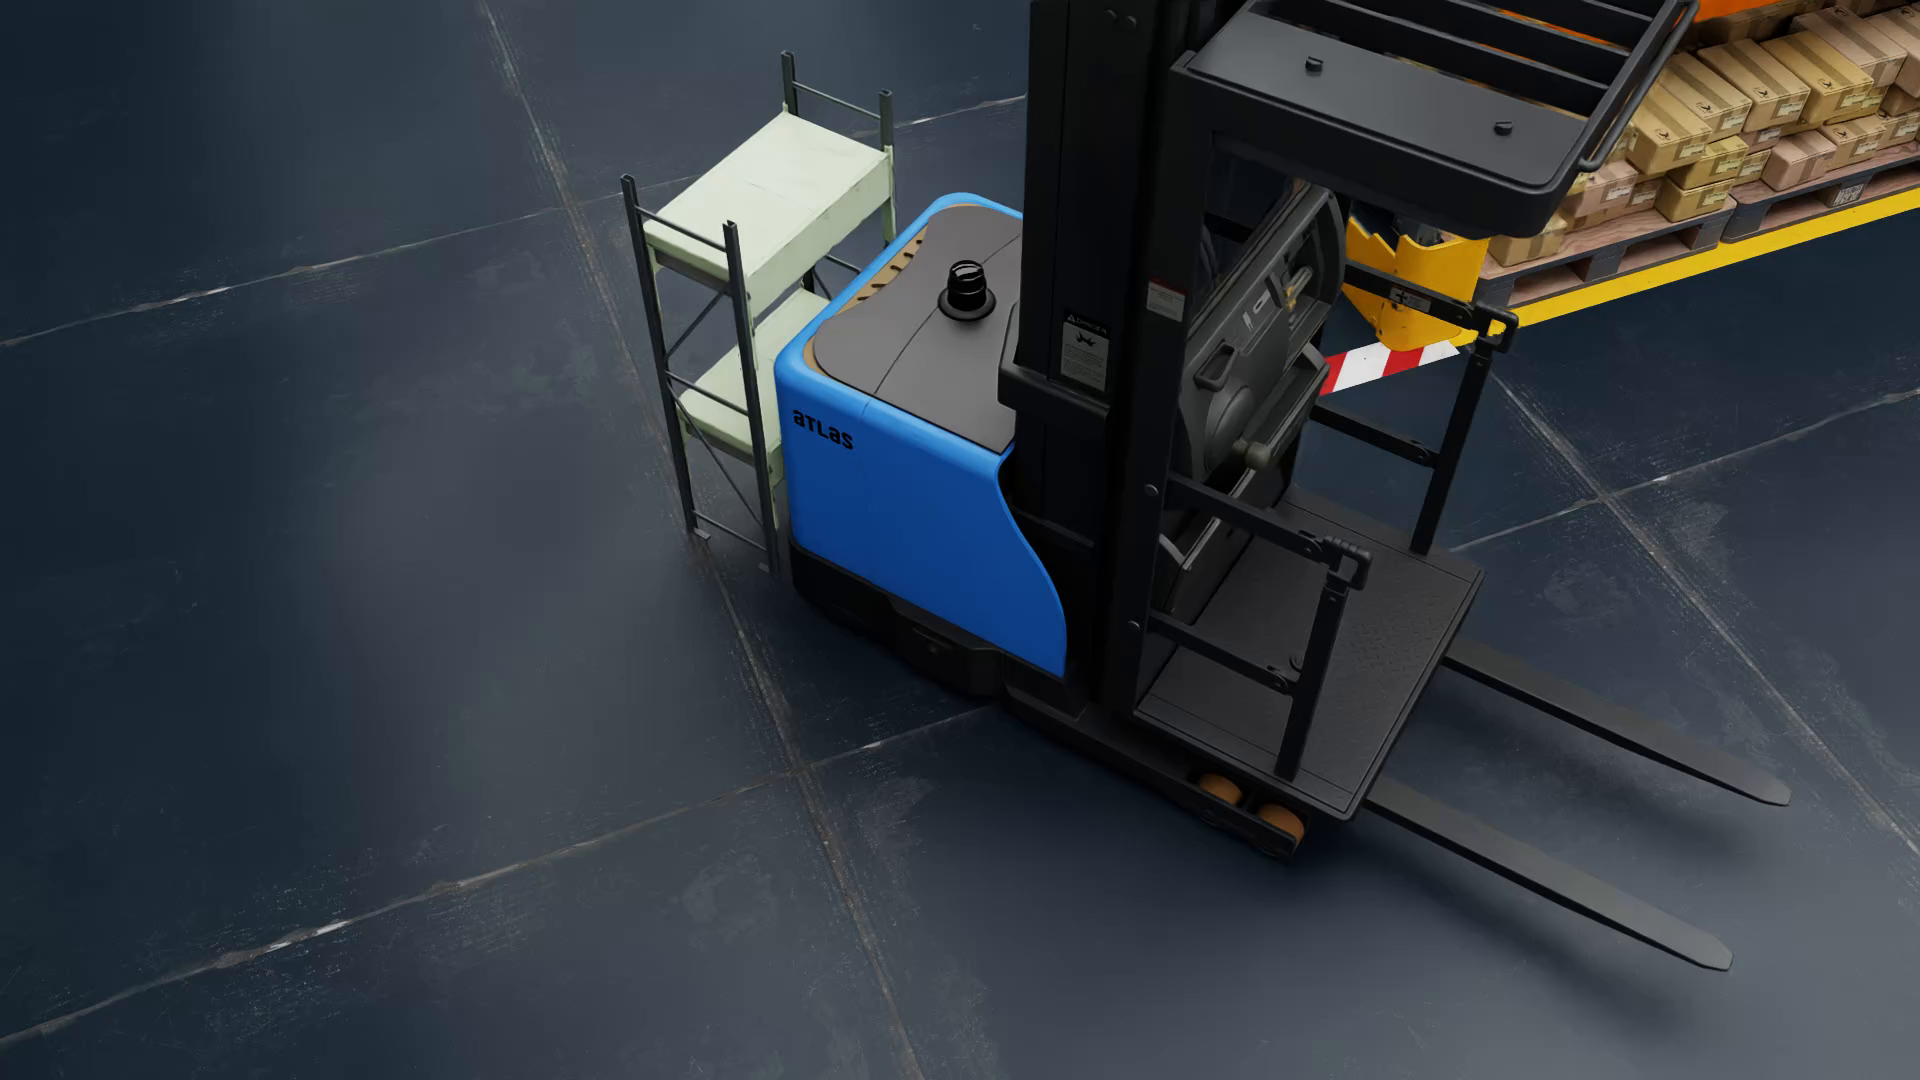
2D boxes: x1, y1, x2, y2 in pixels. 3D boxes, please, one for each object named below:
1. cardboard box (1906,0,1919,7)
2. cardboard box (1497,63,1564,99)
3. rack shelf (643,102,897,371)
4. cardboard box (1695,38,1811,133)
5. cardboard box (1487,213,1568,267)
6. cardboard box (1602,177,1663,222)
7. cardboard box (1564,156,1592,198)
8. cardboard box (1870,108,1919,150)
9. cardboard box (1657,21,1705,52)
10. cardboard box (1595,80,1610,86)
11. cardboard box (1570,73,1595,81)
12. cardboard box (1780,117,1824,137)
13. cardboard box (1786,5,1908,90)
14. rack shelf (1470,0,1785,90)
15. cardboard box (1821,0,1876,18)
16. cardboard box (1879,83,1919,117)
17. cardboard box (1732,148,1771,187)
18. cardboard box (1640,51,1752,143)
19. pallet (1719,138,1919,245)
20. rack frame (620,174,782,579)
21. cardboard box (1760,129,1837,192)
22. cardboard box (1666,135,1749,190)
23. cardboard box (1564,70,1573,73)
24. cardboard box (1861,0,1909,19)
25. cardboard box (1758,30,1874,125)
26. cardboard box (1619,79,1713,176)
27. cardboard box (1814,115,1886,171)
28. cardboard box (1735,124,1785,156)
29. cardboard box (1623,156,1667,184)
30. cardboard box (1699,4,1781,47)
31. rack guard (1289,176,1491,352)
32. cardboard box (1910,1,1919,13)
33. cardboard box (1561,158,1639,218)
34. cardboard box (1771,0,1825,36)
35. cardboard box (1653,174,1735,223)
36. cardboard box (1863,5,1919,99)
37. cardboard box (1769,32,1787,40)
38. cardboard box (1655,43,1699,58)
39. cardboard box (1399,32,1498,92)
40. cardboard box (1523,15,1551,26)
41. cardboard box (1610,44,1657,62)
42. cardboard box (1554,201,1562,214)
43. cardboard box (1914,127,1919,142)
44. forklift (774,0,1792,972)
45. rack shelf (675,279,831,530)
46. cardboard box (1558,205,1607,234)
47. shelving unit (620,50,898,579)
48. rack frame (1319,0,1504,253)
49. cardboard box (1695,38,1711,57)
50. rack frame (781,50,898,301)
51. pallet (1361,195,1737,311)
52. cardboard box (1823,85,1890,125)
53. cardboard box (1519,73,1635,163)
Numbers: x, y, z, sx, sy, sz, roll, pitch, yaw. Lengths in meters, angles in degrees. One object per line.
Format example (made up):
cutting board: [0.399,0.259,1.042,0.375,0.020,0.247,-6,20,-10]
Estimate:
cardboard box: [4.104,-2.387,7.229,0.250,0.149,0.380,-20,52,-16]
cardboard box: [2.170,-1.884,6.601,0.250,0.149,0.380,-16,51,-14]
rack shelf: [-0.574,-0.932,5.048,0.431,0.370,0.720,27,54,21]
cardboard box: [3.084,-1.782,6.513,0.250,0.149,0.380,-15,51,-13]
cardboard box: [2.127,-1.254,6.452,0.250,0.149,0.380,-16,51,-14]
cardboard box: [2.566,-1.462,6.631,0.250,0.149,0.380,-17,51,-14]
cardboard box: [2.134,-1.434,6.214,0.250,0.149,0.380,-19,52,-16]
cardboard box: [3.765,-1.799,6.920,0.250,0.149,0.380,-16,51,-14]
cardboard box: [2.853,-2.193,6.866,0.250,0.149,0.380,-15,51,-13]
cardboard box: [2.670,-1.932,6.838,0.250,0.149,0.380,-18,52,-15]
cardboard box: [2.382,-1.927,6.834,0.250,0.149,0.380,-19,52,-16]
cardboard box: [3.295,-1.814,6.737,0.250,0.149,0.380,-15,51,-12]
cardboard box: [3.542,-1.965,6.670,0.250,0.149,0.380,-17,51,-14]
rack shelf: [3.372,-2.460,6.359,4.000,0.370,1.077,-17,52,-14]
cardboard box: [3.613,-2.329,6.983,0.250,0.149,0.380,-19,52,-16]
cardboard box: [3.812,-1.931,6.837,0.250,0.149,0.380,-19,52,-16]
cardboard box: [3.044,-1.599,6.748,0.250,0.149,0.380,-17,51,-14]
cardboard box: [2.824,-1.709,6.451,0.250,0.149,0.380,-20,52,-16]
pallet: [3.484,-1.789,7.147,1.213,0.211,1.003,-17,52,-14]
rack frame: [-0.777,-0.447,5.145,0.400,1.500,0.023,27,54,21]
cardboard box: [3.307,-1.609,6.757,0.250,0.149,0.380,-20,52,-16]
cardboard box: [2.850,-1.564,6.522,0.250,0.149,0.380,-16,51,-13]
cardboard box: [2.361,-2.047,6.741,0.250,0.149,0.380,-18,52,-15]
cardboard box: [3.841,-2.325,7.176,0.250,0.149,0.380,-15,51,-13]
cardboard box: [3.345,-1.825,6.550,0.250,0.149,0.380,-16,51,-14]
cardboard box: [2.626,-1.580,6.340,0.250,0.149,0.380,-17,52,-14]
cardboard box: [3.554,-1.707,6.841,0.250,0.149,0.380,-17,52,-14]
cardboard box: [3.059,-1.707,6.645,0.250,0.149,0.380,-19,52,-16]
cardboard box: [2.571,-1.566,6.524,0.250,0.149,0.380,-17,51,-14]
cardboard box: [3.139,-2.191,6.864,0.250,0.149,0.380,-19,52,-15]
rack guard: [1.591,-1.328,6.561,0.348,0.500,1.175,-17,52,-14]
cardboard box: [4.058,-2.045,6.739,0.250,0.149,0.380,-20,52,-16]
cardboard box: [2.378,-1.434,6.411,0.250,0.149,0.380,-17,52,-14]
cardboard box: [3.370,-2.286,6.946,0.250,0.149,0.380,-17,51,-14]
cardboard box: [2.844,-1.459,6.628,0.250,0.149,0.380,-17,51,-14]
cardboard box: [3.813,-1.959,6.665,0.250,0.149,0.380,-19,52,-16]
cardboard box: [3.345,-2.244,7.106,0.250,0.149,0.380,-17,51,-14]
cardboard box: [2.857,-2.085,6.970,0.250,0.149,0.380,-17,51,-14]
cardboard box: [1.915,-1.852,6.573,0.250,0.149,0.380,-17,51,-14]
cardboard box: [1.945,-1.901,5.571,0.250,0.149,0.380,-18,52,-15]
cardboard box: [2.625,-2.077,6.767,0.250,0.149,0.380,-19,52,-16]
cardboard box: [2.103,-1.395,6.377,0.250,0.149,0.380,-15,51,-13]
cardboard box: [4.032,-1.827,6.944,0.250,0.149,0.380,-17,52,-14]
forklift: [0.962,-0.481,4.231,3.031,2.935,1.130,26,54,20]
rack shelf: [-0.574,-0.466,5.591,0.431,0.370,0.720,27,54,21]
cardboard box: [2.338,-1.386,6.566,0.250,0.149,0.380,-17,52,-14]
shelving unit: [-0.574,-0.678,5.344,0.431,1.500,0.755,27,54,21]
rack frame: [1.521,-2.120,5.594,0.127,3.000,1.000,-17,52,-14]
cardboard box: [3.101,-2.145,7.022,0.250,0.149,0.380,-15,51,-12]
rack frame: [-0.372,-0.909,5.542,0.400,1.500,0.023,27,54,21]
pallet: [2.357,-1.442,6.849,1.213,0.211,1.003,-17,52,-14]
cardboard box: [3.549,-1.884,6.797,0.250,0.149,0.380,-15,51,-13]
cardboard box: [2.344,-1.597,6.355,0.250,0.149,0.380,-16,51,-14]
